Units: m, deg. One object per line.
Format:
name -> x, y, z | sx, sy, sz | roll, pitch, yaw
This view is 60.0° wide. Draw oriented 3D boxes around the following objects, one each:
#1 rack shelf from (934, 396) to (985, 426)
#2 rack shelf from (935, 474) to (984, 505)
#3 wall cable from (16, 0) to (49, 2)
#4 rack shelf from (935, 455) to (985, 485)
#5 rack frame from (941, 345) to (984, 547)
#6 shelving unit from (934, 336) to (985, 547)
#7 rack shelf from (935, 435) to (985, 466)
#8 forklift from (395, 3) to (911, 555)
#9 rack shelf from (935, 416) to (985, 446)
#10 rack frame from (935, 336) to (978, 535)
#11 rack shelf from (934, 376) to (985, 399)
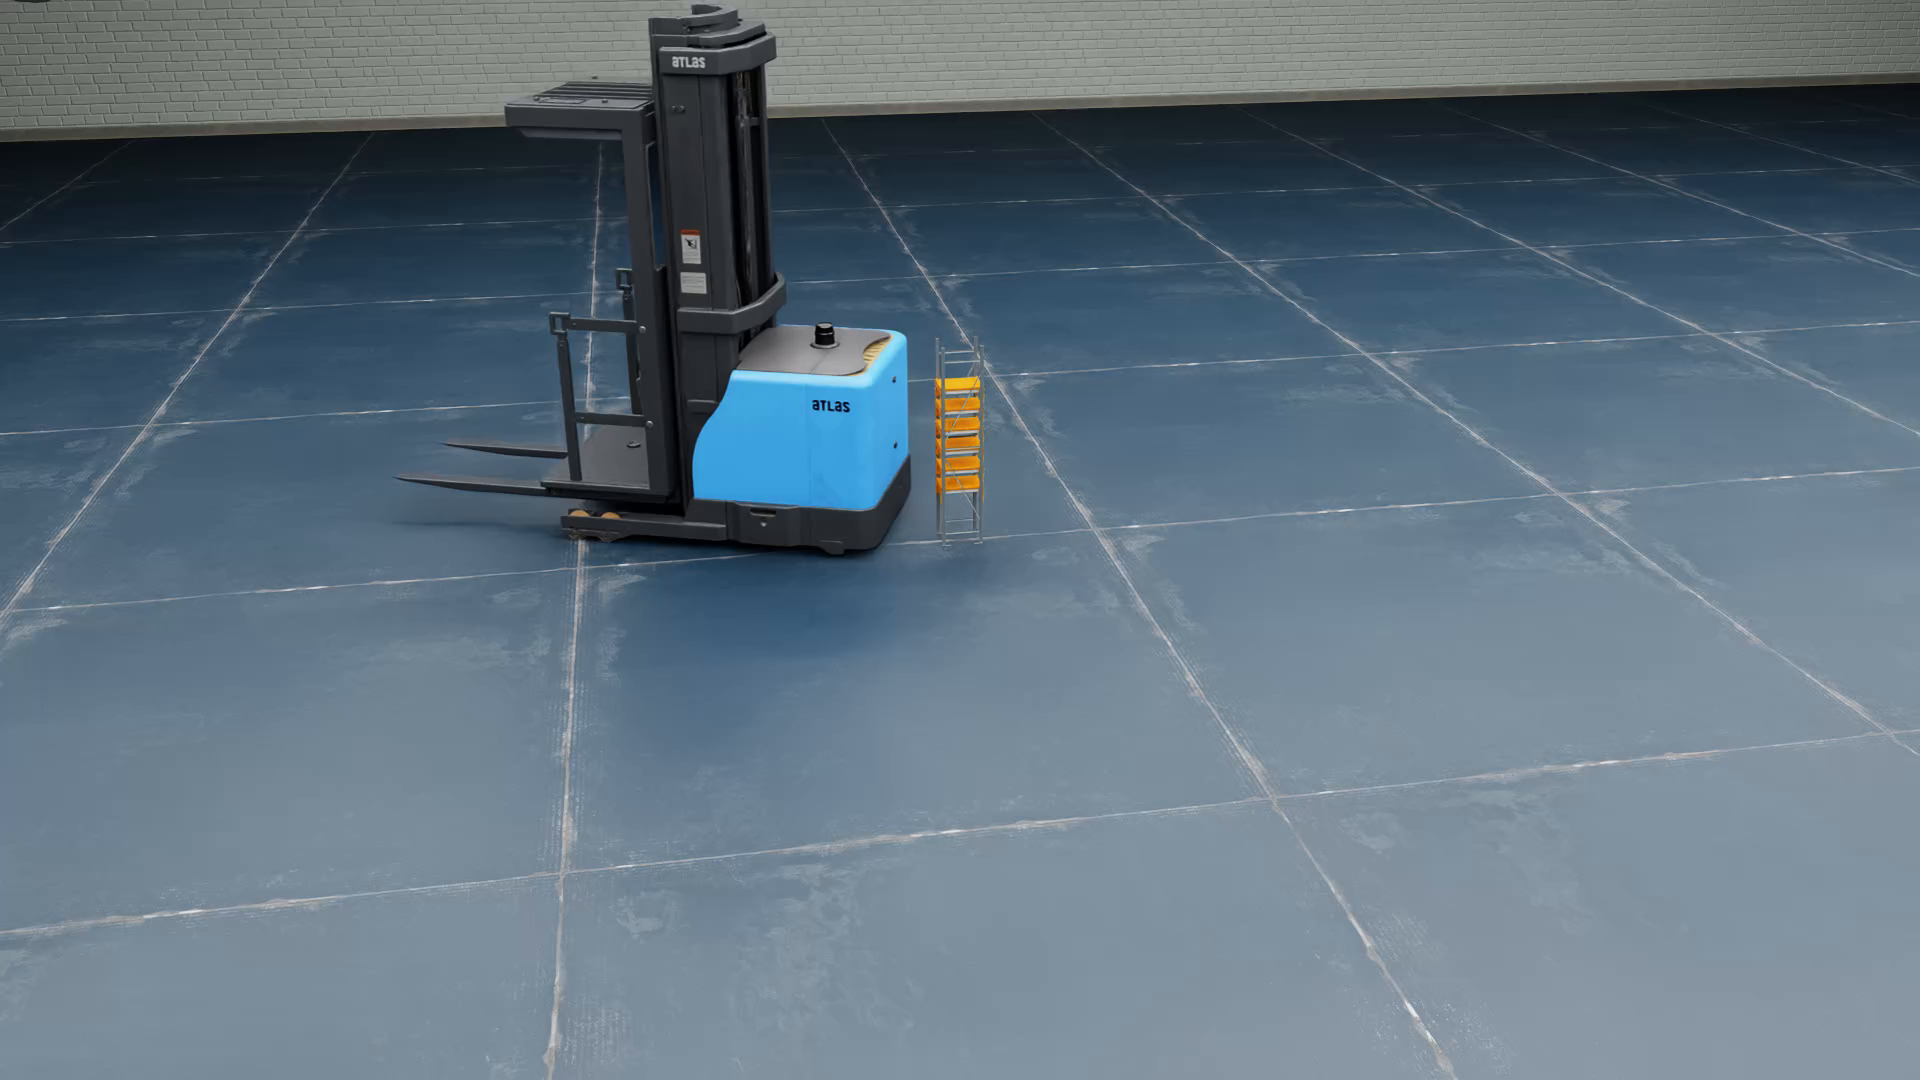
rack shelf -> -0.003, -0.735, 9.445 | 0.258, 0.103, 0.180 | -4, 24, -10
rack shelf -> -0.003, -0.295, 9.637 | 0.258, 0.103, 0.180 | -4, 24, -10
wall cable -> -12.773, -7.829, 20.312 | 3.097, 2.526, 0.112 | -4, 24, -10
rack shelf -> -0.003, -0.405, 9.589 | 0.258, 0.103, 0.180 | -4, 24, -10
rack frame -> 0.014, -0.520, 9.440 | 0.240, 1.200, 0.006 | -4, 24, -10
shelving unit -> -0.003, -0.556, 9.523 | 0.258, 1.200, 0.189 | -4, 24, -10
rack shelf -> -0.003, -0.515, 9.541 | 0.258, 0.103, 0.180 | -4, 24, -10
forklift -> -1.872, -1.534, 9.601 | 3.031, 2.935, 1.130 | 4, 24, 10
rack shelf -> -0.003, -0.625, 9.493 | 0.258, 0.103, 0.180 | -4, 24, -10
rack frame -> -0.020, -0.592, 9.605 | 0.240, 1.200, 0.006 | -4, 24, -10
rack shelf -> -0.003, -0.845, 9.397 | 0.258, 0.103, 0.180 | -4, 24, -10
